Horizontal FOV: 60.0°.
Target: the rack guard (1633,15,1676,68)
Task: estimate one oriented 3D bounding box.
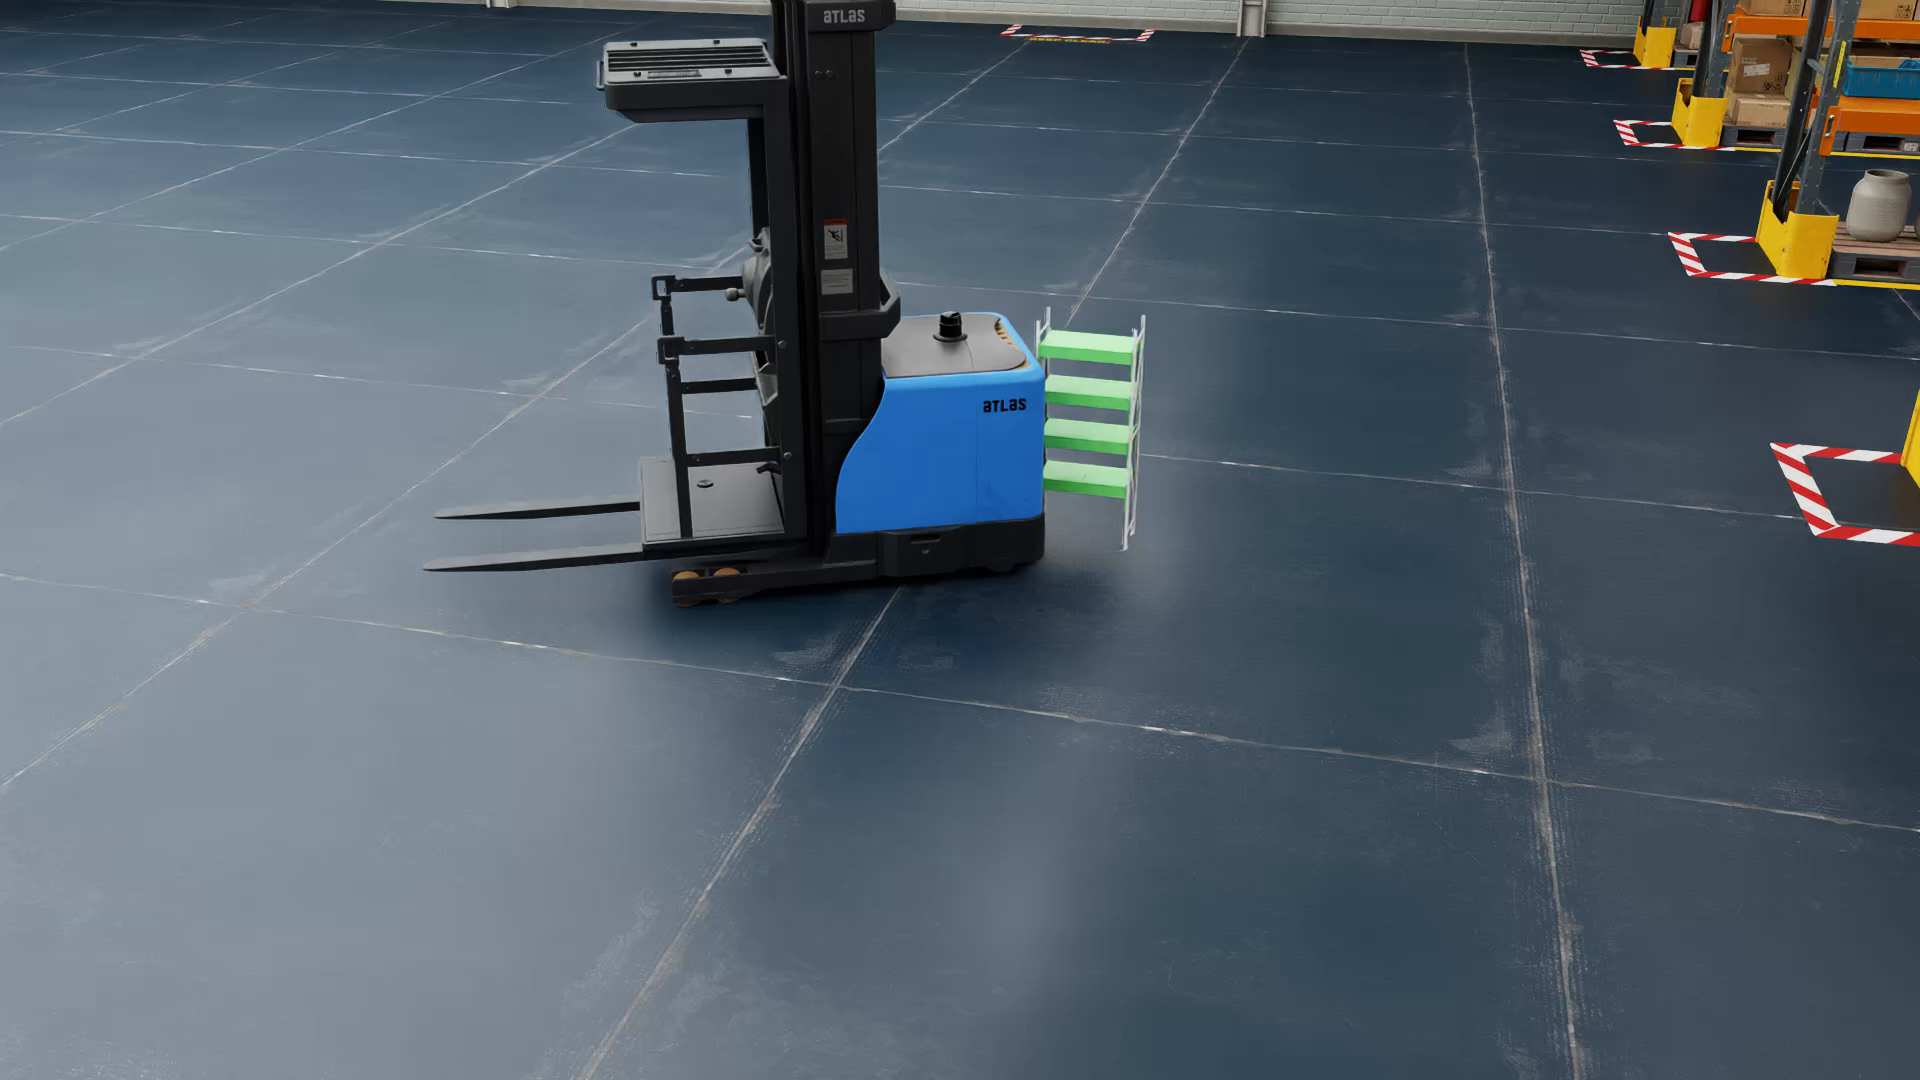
[{"bbox_3d":[9.223,-6.628,22.090,0.348,0.500,1.175,6,26,13],"label":"rack guard"}]

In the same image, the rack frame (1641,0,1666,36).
[{"bbox_3d":[9.150,-7.765,21.570,0.127,3.000,1.000,6,26,13],"label":"rack frame"}]

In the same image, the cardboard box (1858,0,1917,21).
[{"bbox_3d":[9.358,-5.582,16.869,0.500,0.500,0.700,6,26,13],"label":"cardboard box"}]

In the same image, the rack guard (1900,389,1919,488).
[{"bbox_3d":[5.522,-0.442,9.096,0.348,0.500,1.175,6,26,13],"label":"rack guard"}]

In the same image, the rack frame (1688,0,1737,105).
[{"bbox_3d":[7.919,-5.702,17.237,0.127,3.000,1.000,6,26,13],"label":"rack frame"}]

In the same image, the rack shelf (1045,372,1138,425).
[{"bbox_3d":[0.653,-0.722,8.460,0.480,0.148,0.258,7,26,14],"label":"rack shelf"}]

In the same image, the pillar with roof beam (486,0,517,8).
[{"bbox_3d":[-8.462,-10.894,21.163,0.400,9.000,9.100,6,26,13],"label":"pillar with roof beam"}]

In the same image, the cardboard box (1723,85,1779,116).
[{"bbox_3d":[8.512,-4.716,17.876,0.500,0.250,0.500,6,26,13],"label":"cardboard box"}]

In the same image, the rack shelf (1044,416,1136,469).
[{"bbox_3d":[0.653,-0.505,8.564,0.480,0.148,0.258,7,26,14],"label":"rack shelf"}]

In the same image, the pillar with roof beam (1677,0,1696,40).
[{"bbox_3d":[8.971,-8.966,17.115,0.400,9.000,9.100,6,26,13],"label":"pillar with roof beam"}]

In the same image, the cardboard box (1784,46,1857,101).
[{"bbox_3d":[8.868,-4.786,17.151,0.500,0.500,0.500,6,26,13],"label":"cardboard box"}]

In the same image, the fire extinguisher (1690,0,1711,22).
[{"bbox_3d":[7.921,-5.873,17.687,0.183,0.674,0.296,6,26,13],"label":"fire extinguisher"}]

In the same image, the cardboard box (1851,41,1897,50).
[{"bbox_3d":[9.485,-4.954,17.505,0.500,0.500,0.500,6,26,13],"label":"cardboard box"}]

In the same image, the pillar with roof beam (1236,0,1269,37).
[{"bbox_3d":[3.160,-9.609,18.464,0.400,9.000,9.100,6,26,13],"label":"pillar with roof beam"}]

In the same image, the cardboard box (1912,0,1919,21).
[{"bbox_3d":[9.868,-5.527,16.754,0.500,0.500,0.700,7,26,15],"label":"cardboard box"}]

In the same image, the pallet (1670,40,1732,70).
[{"bbox_3d":[10.001,-6.396,21.939,1.213,0.211,1.003,6,26,13],"label":"pallet"}]

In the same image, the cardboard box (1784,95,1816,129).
[{"bbox_3d":[8.869,-4.448,17.314,0.500,0.250,0.500,6,26,13],"label":"cardboard box"}]

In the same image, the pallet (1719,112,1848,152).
[{"bbox_3d":[8.670,-4.379,17.702,1.213,0.211,1.003,6,26,13],"label":"pallet"}]

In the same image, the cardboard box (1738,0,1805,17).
[{"bbox_3d":[8.368,-5.692,17.100,0.500,0.500,0.700,6,26,13],"label":"cardboard box"}]

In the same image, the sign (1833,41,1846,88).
[{"bbox_3d":[6.541,-3.537,12.367,0.005,0.325,0.100,6,26,13],"label":"sign"}]

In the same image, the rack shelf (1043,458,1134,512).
[{"bbox_3d":[0.653,-0.288,8.667,0.480,0.148,0.258,7,26,14],"label":"rack shelf"}]

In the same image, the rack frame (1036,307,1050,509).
[{"bbox_3d":[0.418,-0.591,8.596,0.015,1.200,0.240,7,26,14],"label":"rack frame"}]

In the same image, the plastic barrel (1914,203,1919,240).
[{"bbox_3d":[7.824,-2.614,13.158,0.421,0.512,0.421,0,25,0],"label":"plastic barrel"}]

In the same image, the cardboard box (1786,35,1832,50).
[{"bbox_3d":[11.047,-6.563,21.442,0.500,0.500,0.700,5,26,10],"label":"cardboard box"}]

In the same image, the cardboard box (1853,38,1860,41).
[{"bbox_3d":[11.479,-6.428,21.566,0.250,0.149,0.380,4,26,9],"label":"cardboard box"}]

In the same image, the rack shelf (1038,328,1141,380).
[{"bbox_3d":[0.653,-0.938,8.357,0.480,0.148,0.258,7,26,14],"label":"rack shelf"}]

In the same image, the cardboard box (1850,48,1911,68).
[{"bbox_3d":[9.356,-4.738,17.050,0.500,0.500,0.500,6,26,13],"label":"cardboard box"}]

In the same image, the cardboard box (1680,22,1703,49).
[{"bbox_3d":[9.797,-6.638,21.819,0.500,0.311,0.500,3,26,7],"label":"cardboard box"}]

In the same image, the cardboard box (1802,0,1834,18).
[{"bbox_3d":[8.878,-5.638,16.986,0.500,0.500,0.700,7,26,14],"label":"cardboard box"}]

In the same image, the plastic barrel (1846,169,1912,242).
[{"bbox_3d":[7.339,-2.668,13.270,0.421,0.512,0.421,0,25,0],"label":"plastic barrel"}]

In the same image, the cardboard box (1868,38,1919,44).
[{"bbox_3d":[12.008,-6.501,21.312,0.500,0.500,0.500,4,26,9],"label":"cardboard box"}]

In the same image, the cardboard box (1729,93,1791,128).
[{"bbox_3d":[8.383,-4.500,17.423,0.500,0.250,0.500,6,26,13],"label":"cardboard box"}]

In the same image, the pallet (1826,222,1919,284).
[{"bbox_3d":[7.553,-2.304,13.343,1.213,0.211,1.003,6,26,13],"label":"pallet"}]

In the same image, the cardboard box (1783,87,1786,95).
[{"bbox_3d":[9.000,-4.667,17.774,0.500,0.250,0.500,6,26,13],"label":"cardboard box"}]

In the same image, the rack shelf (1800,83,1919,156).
[{"bbox_3d":[8.619,-3.101,12.612,4.000,0.370,1.077,6,26,13],"label":"rack shelf"}]

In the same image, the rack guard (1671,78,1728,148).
[{"bbox_3d":[7.896,-4.576,17.780,0.348,0.500,1.175,6,26,13],"label":"rack guard"}]

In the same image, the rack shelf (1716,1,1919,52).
[{"bbox_3d":[9.856,-5.163,16.942,4.000,0.370,1.077,6,26,13],"label":"rack shelf"}]

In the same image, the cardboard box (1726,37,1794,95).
[{"bbox_3d":[8.513,-5.055,17.717,0.500,0.500,0.500,6,26,13],"label":"cardboard box"}]

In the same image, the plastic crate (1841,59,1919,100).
[{"bbox_3d":[7.241,-3.644,13.088,0.616,0.251,0.499,6,26,13],"label":"plastic crate"}]

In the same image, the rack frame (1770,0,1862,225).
[{"bbox_3d":[6.682,-3.640,12.907,0.127,3.000,1.000,6,26,13],"label":"rack frame"}]

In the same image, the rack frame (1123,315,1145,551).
[{"bbox_3d":[0.888,-0.534,8.476,0.015,1.200,0.240,7,26,14],"label":"rack frame"}]

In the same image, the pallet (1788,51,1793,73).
[{"bbox_3d":[11.179,-6.264,21.663,1.213,0.211,1.003,6,26,13],"label":"pallet"}]

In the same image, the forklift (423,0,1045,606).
[{"bbox_3d":[-1.143,-1.249,7.963,3.031,2.935,1.130,-5,26,-10],"label":"forklift"}]

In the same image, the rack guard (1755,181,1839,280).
[{"bbox_3d":[6.767,-2.523,13.468,0.348,0.500,1.175,6,26,13],"label":"rack guard"}]

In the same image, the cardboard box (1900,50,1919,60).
[{"bbox_3d":[9.835,-4.677,16.922,0.500,0.500,0.500,6,26,13],"label":"cardboard box"}]

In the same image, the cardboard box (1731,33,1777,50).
[{"bbox_3d":[10.349,-6.577,21.691,0.500,0.311,0.500,9,27,17],"label":"cardboard box"}]

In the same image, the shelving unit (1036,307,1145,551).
[{"bbox_3d":[0.653,-0.563,8.536,0.503,1.200,0.258,7,26,14],"label":"shelving unit"}]

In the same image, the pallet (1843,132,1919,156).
[{"bbox_3d":[9.848,-4.247,17.425,1.213,0.211,1.003,6,26,13],"label":"pallet"}]

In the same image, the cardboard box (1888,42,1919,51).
[{"bbox_3d":[9.969,-4.900,17.391,0.500,0.500,0.500,6,26,13],"label":"cardboard box"}]
